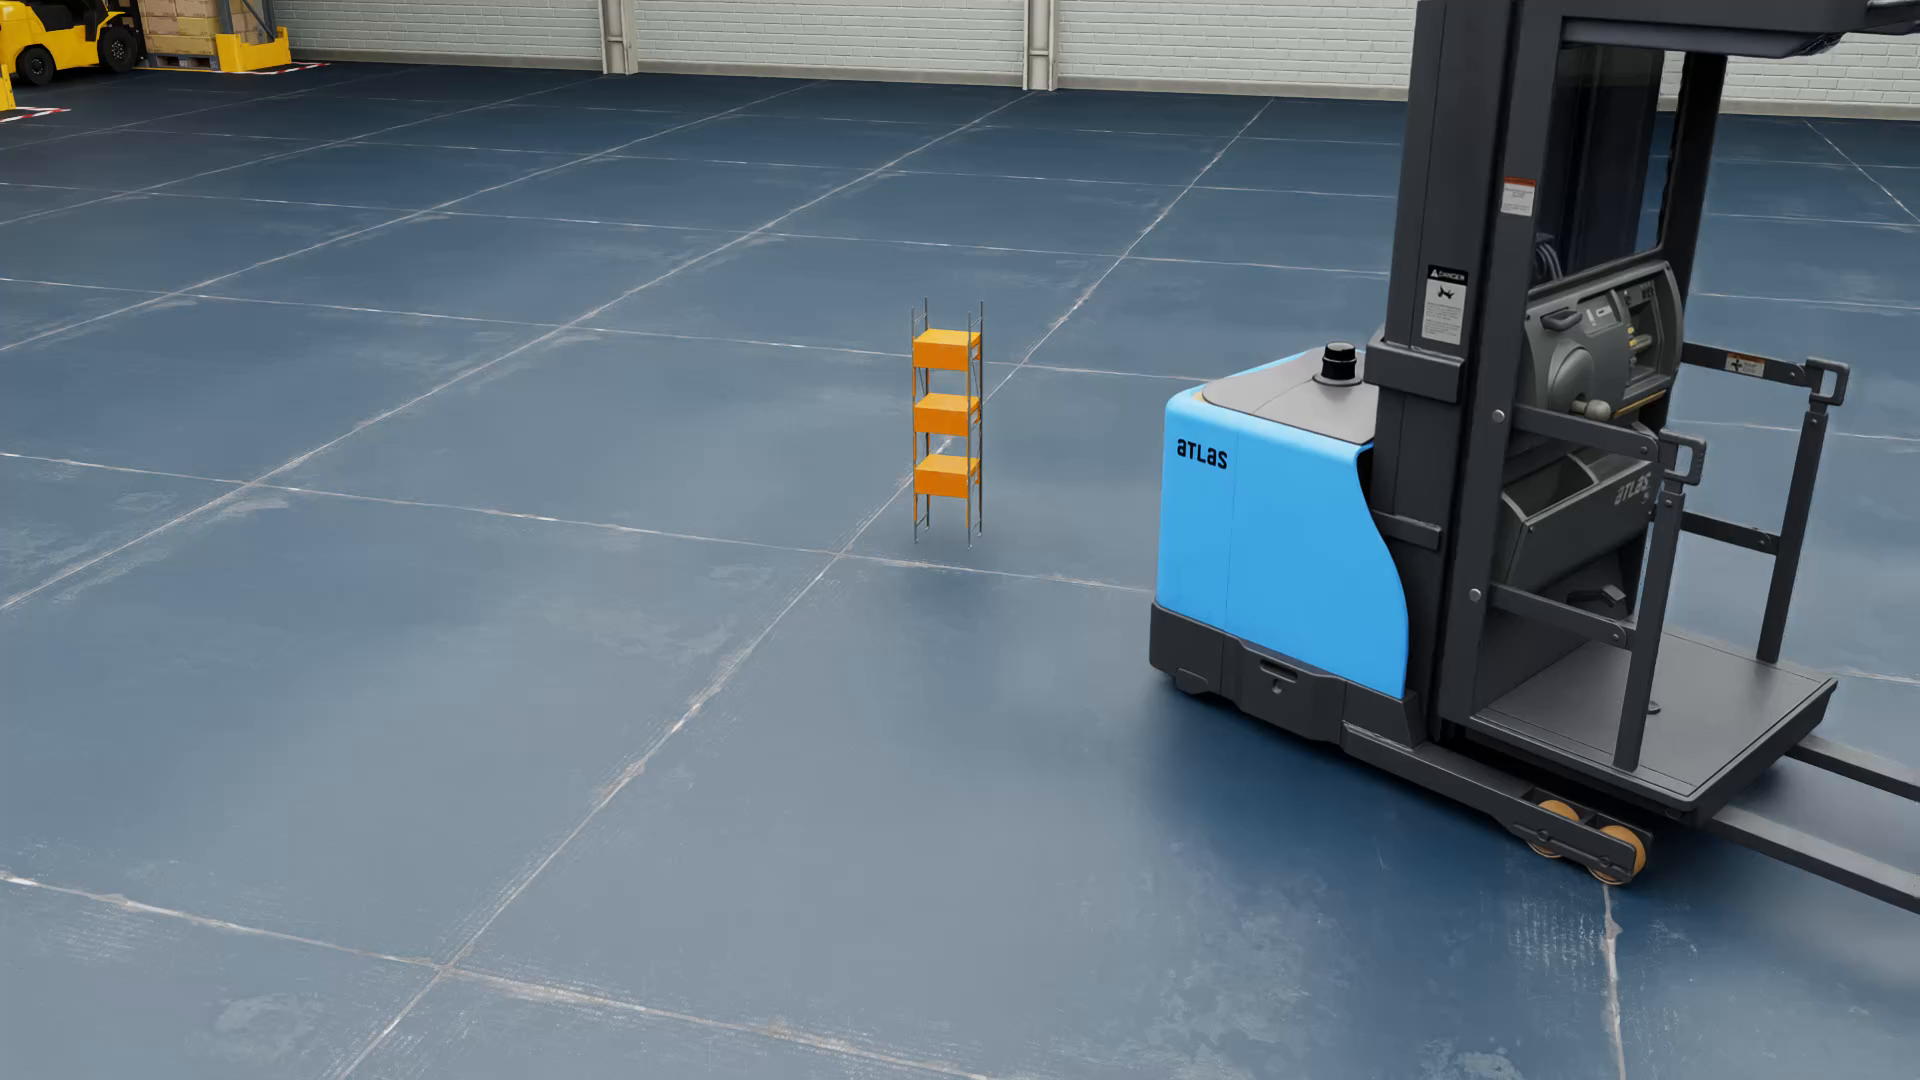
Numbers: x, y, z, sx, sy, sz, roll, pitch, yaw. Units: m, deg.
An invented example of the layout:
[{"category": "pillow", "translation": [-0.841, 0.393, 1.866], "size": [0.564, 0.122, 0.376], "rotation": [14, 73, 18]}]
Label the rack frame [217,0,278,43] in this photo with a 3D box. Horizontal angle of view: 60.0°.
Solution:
[{"category": "rack frame", "translation": [-10.044, -8.132, 23.143], "size": [0.127, 3.000, 1.000], "rotation": [7, 23, 16]}]

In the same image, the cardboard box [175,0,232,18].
[{"category": "cardboard box", "translation": [-10.575, -7.454, 23.242], "size": [0.500, 0.250, 0.500], "rotation": [7, 23, 17]}]

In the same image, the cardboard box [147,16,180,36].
[{"category": "cardboard box", "translation": [-11.077, -7.284, 23.487], "size": [0.500, 0.250, 0.500], "rotation": [6, 23, 15]}]

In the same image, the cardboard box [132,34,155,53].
[{"category": "cardboard box", "translation": [-11.535, -7.107, 23.713], "size": [0.500, 0.250, 0.500], "rotation": [7, 23, 16]}]

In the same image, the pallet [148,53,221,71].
[{"category": "pallet", "translation": [-10.788, -6.911, 23.839], "size": [1.213, 0.211, 1.003], "rotation": [7, 23, 16]}]

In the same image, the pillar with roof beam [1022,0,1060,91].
[{"category": "pillar with roof beam", "translation": [-0.205, -8.432, 15.968], "size": [0.400, 9.000, 9.100], "rotation": [7, 23, 16]}]

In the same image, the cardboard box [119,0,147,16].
[{"category": "cardboard box", "translation": [-11.552, -7.560, 23.499], "size": [0.500, 0.250, 0.500], "rotation": [7, 23, 16]}]

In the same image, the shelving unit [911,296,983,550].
[{"category": "shelving unit", "translation": [-0.051, -0.492, 7.085], "size": [0.252, 1.050, 0.215], "rotation": [7, 23, 16]}]

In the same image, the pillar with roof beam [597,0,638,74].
[{"category": "pillar with roof beam", "translation": [-5.950, -9.090, 17.572], "size": [0.400, 9.000, 9.100], "rotation": [7, 23, 16]}]

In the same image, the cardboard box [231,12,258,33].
[{"category": "cardboard box", "translation": [-10.434, -7.413, 23.799], "size": [0.500, 0.250, 0.500], "rotation": [7, 23, 16]}]

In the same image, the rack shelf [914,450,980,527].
[{"category": "rack shelf", "translation": [-0.051, -0.225, 7.195], "size": [0.240, 0.259, 0.215], "rotation": [7, 23, 16]}]

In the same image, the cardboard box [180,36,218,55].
[{"category": "cardboard box", "translation": [-10.585, -6.991, 23.430], "size": [0.500, 0.250, 0.500], "rotation": [7, 23, 16]}]

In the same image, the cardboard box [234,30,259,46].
[{"category": "cardboard box", "translation": [-10.458, -7.179, 23.889], "size": [0.500, 0.250, 0.500], "rotation": [7, 23, 16]}]

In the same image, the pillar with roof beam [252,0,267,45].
[{"category": "pillar with roof beam", "translation": [-11.694, -9.747, 19.175], "size": [0.400, 9.000, 9.100], "rotation": [7, 23, 16]}]

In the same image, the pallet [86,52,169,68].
[{"category": "pallet", "translation": [-11.953, -7.045, 24.167], "size": [1.213, 0.211, 1.003], "rotation": [7, 23, 15]}]

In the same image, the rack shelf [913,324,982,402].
[{"category": "rack shelf", "translation": [-0.051, -0.744, 6.981], "size": [0.240, 0.259, 0.215], "rotation": [7, 23, 16]}]

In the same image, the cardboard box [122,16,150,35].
[{"category": "cardboard box", "translation": [-11.578, -7.333, 23.606], "size": [0.500, 0.250, 0.500], "rotation": [6, 23, 14]}]

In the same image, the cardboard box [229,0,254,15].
[{"category": "cardboard box", "translation": [-10.450, -7.638, 23.691], "size": [0.500, 0.250, 0.500], "rotation": [6, 23, 15]}]

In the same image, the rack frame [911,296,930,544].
[{"category": "rack frame", "translation": [-0.168, -0.505, 7.118], "size": [0.008, 1.050, 0.200], "rotation": [7, 23, 16]}]

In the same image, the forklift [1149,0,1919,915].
[{"category": "forklift", "translation": [2.067, -0.577, 4.814], "size": [1.130, 2.935, 3.031], "rotation": [-20, 30, -40]}]

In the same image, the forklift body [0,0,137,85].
[{"category": "forklift body", "translation": [-12.387, -7.284, 22.194], "size": [1.214, 2.155, 2.313], "rotation": [7, 23, 16]}]

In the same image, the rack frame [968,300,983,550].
[{"category": "rack frame", "translation": [0.066, -0.478, 7.052], "size": [0.008, 1.050, 0.200], "rotation": [7, 23, 16]}]

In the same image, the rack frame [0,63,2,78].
[{"category": "rack frame", "translation": [-11.474, -6.328, 18.745], "size": [0.127, 3.000, 1.000], "rotation": [7, 23, 16]}]

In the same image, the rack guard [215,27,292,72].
[{"category": "rack guard", "translation": [-10.021, -6.973, 23.611], "size": [0.348, 0.500, 1.175], "rotation": [7, 23, 16]}]

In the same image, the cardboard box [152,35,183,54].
[{"category": "cardboard box", "translation": [-11.059, -7.049, 23.572], "size": [0.500, 0.250, 0.500], "rotation": [7, 23, 15]}]

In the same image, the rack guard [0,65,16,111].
[{"category": "rack guard", "translation": [-11.547, -5.180, 19.240], "size": [0.348, 0.500, 1.175], "rotation": [7, 23, 16]}]

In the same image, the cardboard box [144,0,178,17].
[{"category": "cardboard box", "translation": [-11.066, -7.508, 23.373], "size": [0.500, 0.250, 0.500], "rotation": [7, 23, 16]}]

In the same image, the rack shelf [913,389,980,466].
[{"category": "rack shelf", "translation": [-0.051, -0.482, 7.089], "size": [0.240, 0.259, 0.215], "rotation": [7, 23, 16]}]

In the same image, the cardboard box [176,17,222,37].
[{"category": "cardboard box", "translation": [-10.600, -7.225, 23.343], "size": [0.500, 0.250, 0.500], "rotation": [6, 23, 15]}]
